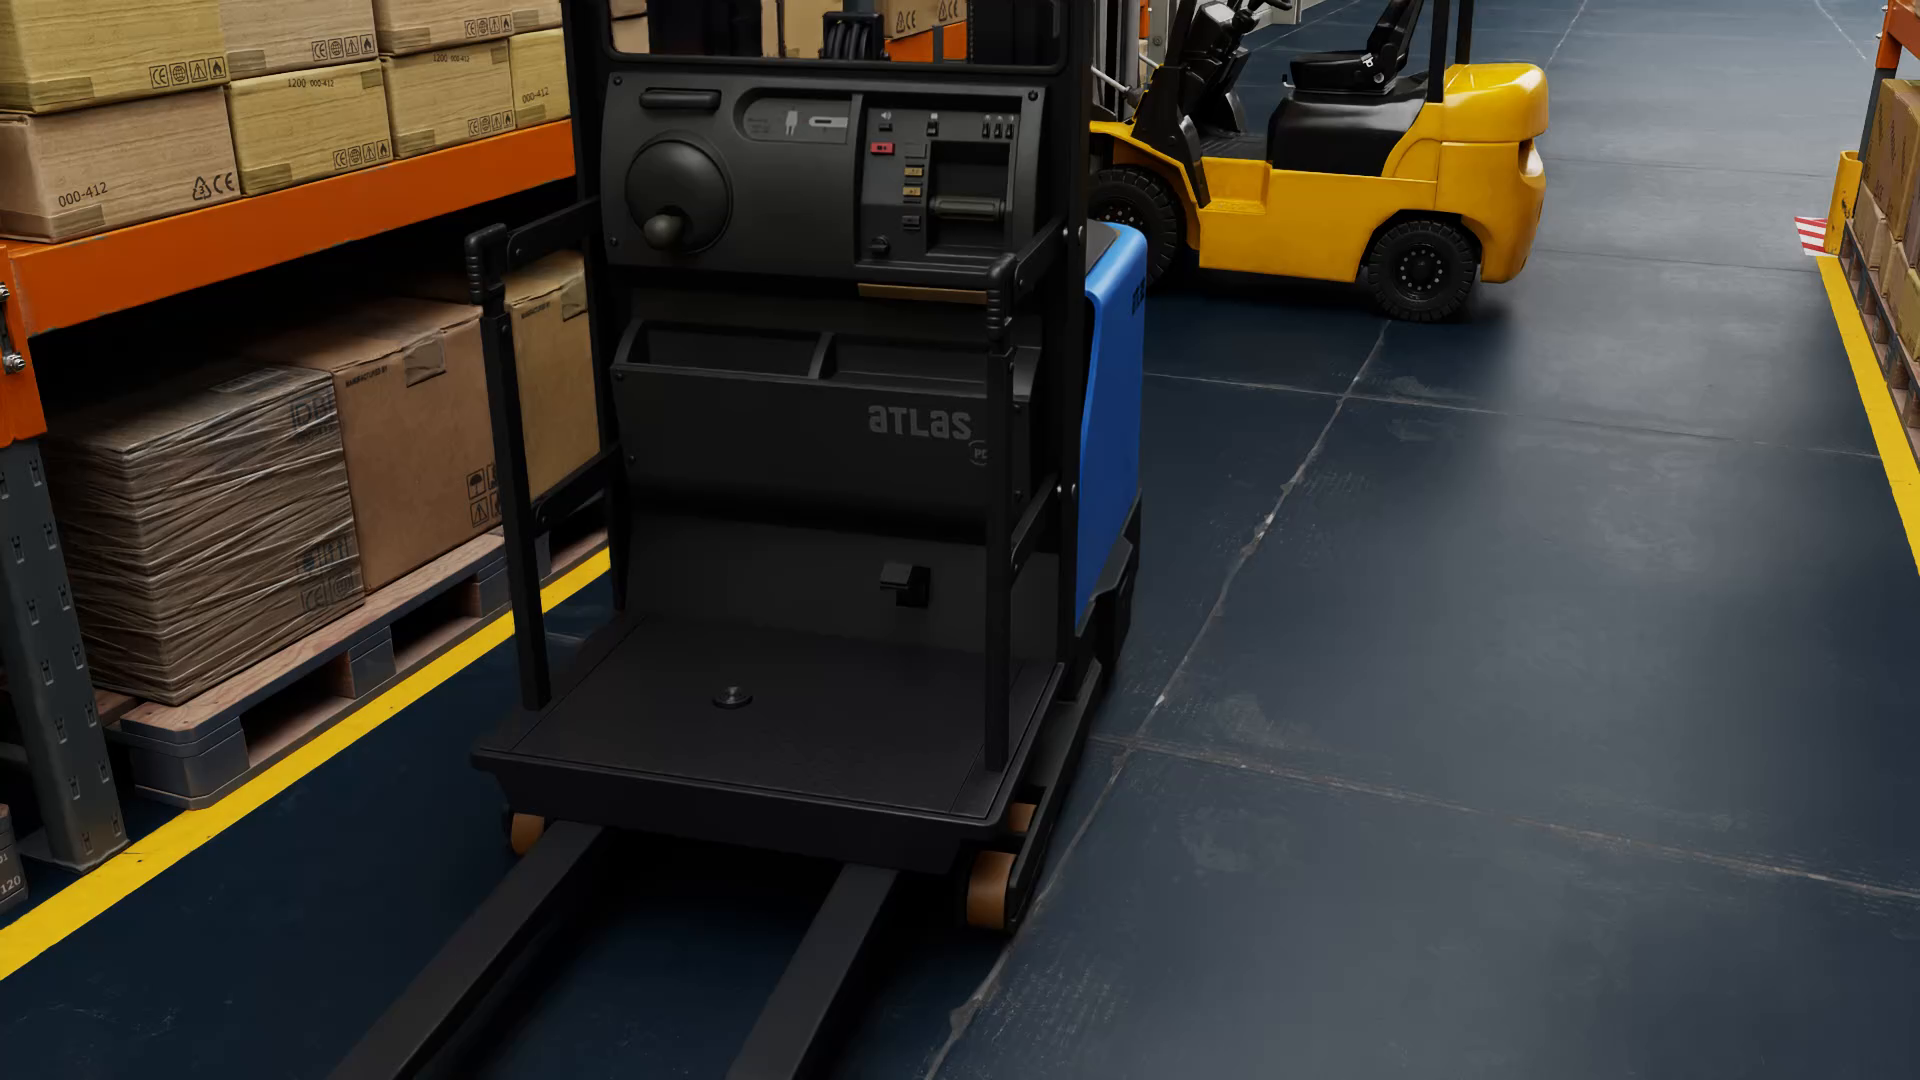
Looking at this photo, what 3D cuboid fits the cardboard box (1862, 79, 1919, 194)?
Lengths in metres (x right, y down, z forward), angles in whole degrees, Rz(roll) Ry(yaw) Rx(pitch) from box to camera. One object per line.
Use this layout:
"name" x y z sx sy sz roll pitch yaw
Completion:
"cardboard box" 4.713 -1.930 8.027 0.500 0.500 0.500 8 24 18

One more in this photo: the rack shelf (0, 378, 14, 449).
"rack shelf" -3.047 0.285 1.609 1.077 0.370 4.000 9 24 20

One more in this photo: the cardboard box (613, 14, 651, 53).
"cardboard box" -1.157 -1.553 5.271 0.500 0.250 0.500 9 24 20

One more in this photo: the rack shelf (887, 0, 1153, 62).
"rack shelf" -0.075 -2.578 8.463 1.077 0.370 4.000 9 24 20

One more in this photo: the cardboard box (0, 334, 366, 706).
"cardboard box" -2.060 -0.082 4.091 0.875 0.625 0.625 10 25 22

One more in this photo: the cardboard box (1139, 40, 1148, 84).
"cardboard box" 0.786 -2.802 9.793 0.500 0.250 0.500 10 25 22

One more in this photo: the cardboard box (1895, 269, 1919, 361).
"cardboard box" 3.950 -0.852 6.420 0.500 0.250 0.500 8 24 19

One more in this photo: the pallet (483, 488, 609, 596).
"pallet" -1.507 -0.200 5.455 1.003 0.211 1.213 9 24 20

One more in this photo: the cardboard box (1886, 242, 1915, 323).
"cardboard box" 4.143 -1.033 6.854 0.500 0.250 0.500 9 24 21

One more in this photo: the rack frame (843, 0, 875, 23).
"rack frame" -0.818 -2.194 6.611 1.000 3.000 0.127 9 24 20

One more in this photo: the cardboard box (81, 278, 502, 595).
"cardboard box" -1.824 -0.317 4.653 0.875 0.625 0.625 10 25 22

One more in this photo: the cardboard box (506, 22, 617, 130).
"cardboard box" -1.342 -1.367 4.826 0.500 0.250 0.500 10 25 22

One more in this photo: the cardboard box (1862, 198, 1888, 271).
"cardboard box" 4.524 -1.411 7.758 0.500 0.250 0.500 10 25 22

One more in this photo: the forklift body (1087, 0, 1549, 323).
"forklift body" 1.657 -2.294 7.952 2.313 2.155 1.214 9 24 20

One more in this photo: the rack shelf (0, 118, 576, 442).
"rack shelf" -1.561 -1.146 5.036 1.077 0.370 4.000 9 24 20

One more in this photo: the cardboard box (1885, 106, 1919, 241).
"cardboard box" 4.329 -1.564 7.151 0.500 0.500 0.500 9 24 21

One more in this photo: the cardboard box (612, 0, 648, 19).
"cardboard box" -1.143 -1.776 5.156 0.500 0.250 0.500 9 24 21

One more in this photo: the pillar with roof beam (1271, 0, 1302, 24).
"pillar with roof beam" 8.026 -9.952 17.399 9.100 9.000 0.400 9 24 20

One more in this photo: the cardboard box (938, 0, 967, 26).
"cardboard box" -0.233 -2.550 7.334 0.500 0.500 0.500 9 24 21

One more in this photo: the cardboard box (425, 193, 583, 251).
"cardboard box" -1.297 -0.827 5.875 0.875 0.625 0.625 9 24 20

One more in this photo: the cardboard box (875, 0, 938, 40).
"cardboard box" -0.411 -2.362 6.882 0.500 0.500 0.500 8 24 19

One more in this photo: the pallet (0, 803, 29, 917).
"pallet" -2.617 0.786 3.095 1.003 0.211 1.213 9 24 20

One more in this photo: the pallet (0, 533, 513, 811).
"pallet" -1.962 0.235 4.414 1.003 0.211 1.213 9 24 20

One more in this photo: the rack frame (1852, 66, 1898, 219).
"rack frame" 5.277 -2.916 8.340 1.000 3.000 0.127 9 24 20

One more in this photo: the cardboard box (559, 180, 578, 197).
"cardboard box" -1.002 -1.104 6.537 0.875 0.625 0.625 10 25 22

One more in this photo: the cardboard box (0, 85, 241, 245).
"cardboard box" -1.912 -0.817 3.509 0.500 0.250 0.500 9 24 20

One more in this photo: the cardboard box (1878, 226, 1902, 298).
"cardboard box" 4.333 -1.214 7.286 0.500 0.250 0.500 11 25 24

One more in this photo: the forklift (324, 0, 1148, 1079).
"forklift" -0.341 -0.725 3.183 1.130 2.935 3.031 6 23 13

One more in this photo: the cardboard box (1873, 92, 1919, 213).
"cardboard box" 4.523 -1.742 7.578 0.500 0.500 0.500 8 24 18

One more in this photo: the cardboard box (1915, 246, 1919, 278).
"cardboard box" 3.949 -1.188 6.253 0.500 0.500 0.500 9 24 21

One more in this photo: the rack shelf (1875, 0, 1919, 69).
"rack shelf" 4.534 -1.869 6.765 1.077 0.370 4.000 9 24 20

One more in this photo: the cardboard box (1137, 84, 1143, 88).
"cardboard box" 0.777 -2.562 9.866 0.500 0.250 0.500 8 24 19

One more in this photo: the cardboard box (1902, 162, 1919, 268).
"cardboard box" 4.138 -1.371 6.690 0.500 0.500 0.500 10 25 23

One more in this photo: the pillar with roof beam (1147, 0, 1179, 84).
"pillar with roof beam" 5.798 -7.804 12.259 9.100 9.000 0.400 9 24 20

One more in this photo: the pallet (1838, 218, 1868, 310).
"pallet" 4.915 -1.317 8.128 1.003 0.211 1.213 9 24 20

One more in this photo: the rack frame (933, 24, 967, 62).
"rack frame" 0.112 -0.926 5.522 0.400 1.500 0.023 6 23 13

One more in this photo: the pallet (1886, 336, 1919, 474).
"pallet" 4.008 -0.444 6.038 1.003 0.211 1.213 9 24 20

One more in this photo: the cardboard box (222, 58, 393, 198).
"cardboard box" -1.721 -0.997 3.939 0.500 0.250 0.500 8 24 19

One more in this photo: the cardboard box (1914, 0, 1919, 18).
"cardboard box" 4.568 -2.448 7.546 0.380 0.149 0.250 9 24 21

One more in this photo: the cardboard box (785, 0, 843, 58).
"cardboard box" -0.763 -1.907 6.119 0.500 0.250 0.500 9 24 21

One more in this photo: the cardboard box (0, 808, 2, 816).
"cardboard box" -2.262 0.379 3.149 0.500 0.500 0.500 10 24 22

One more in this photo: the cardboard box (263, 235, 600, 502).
"cardboard box" -1.575 -0.558 5.230 0.875 0.625 0.625 8 24 18

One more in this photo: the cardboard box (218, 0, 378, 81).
"cardboard box" -1.725 -1.227 3.842 0.500 0.250 0.500 10 25 22

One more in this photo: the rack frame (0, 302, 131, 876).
"rack frame" -2.304 -0.763 3.184 1.000 3.000 0.127 9 24 20

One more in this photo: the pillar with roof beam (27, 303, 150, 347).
"pillar with roof beam" 1.340 -3.510 1.978 9.100 9.000 0.400 9 24 20

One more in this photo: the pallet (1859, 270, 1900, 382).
"pallet" 4.460 -0.882 7.087 1.003 0.211 1.213 9 24 20

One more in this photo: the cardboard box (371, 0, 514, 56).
"cardboard box" -1.514 -1.412 4.284 0.500 0.250 0.500 8 24 19

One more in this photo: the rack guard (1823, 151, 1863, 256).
"rack guard" 5.249 -1.736 8.756 1.175 0.500 0.348 9 24 20

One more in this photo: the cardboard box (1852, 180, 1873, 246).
"cardboard box" 4.721 -1.592 8.193 0.500 0.250 0.500 9 24 20

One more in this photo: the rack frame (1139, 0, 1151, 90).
"rack frame" 0.667 -3.626 10.038 1.000 3.000 0.127 9 24 20

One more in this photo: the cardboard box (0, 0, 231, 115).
"cardboard box" -1.889 -1.044 3.405 0.500 0.250 0.500 9 24 20

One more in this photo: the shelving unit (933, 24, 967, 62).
"shelving unit" 0.020 -0.790 5.195 0.431 1.500 0.755 6 23 13

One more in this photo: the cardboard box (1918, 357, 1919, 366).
"cardboard box" 3.762 -0.660 5.961 0.500 0.250 0.500 10 25 22

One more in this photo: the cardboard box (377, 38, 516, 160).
"cardboard box" -1.536 -1.182 4.382 0.500 0.250 0.500 8 24 18

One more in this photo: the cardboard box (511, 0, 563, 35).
"cardboard box" -1.348 -1.598 4.730 0.500 0.250 0.500 9 24 21

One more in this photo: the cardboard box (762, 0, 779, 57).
"cardboard box" -0.944 -1.726 5.686 0.500 0.250 0.500 9 24 20
